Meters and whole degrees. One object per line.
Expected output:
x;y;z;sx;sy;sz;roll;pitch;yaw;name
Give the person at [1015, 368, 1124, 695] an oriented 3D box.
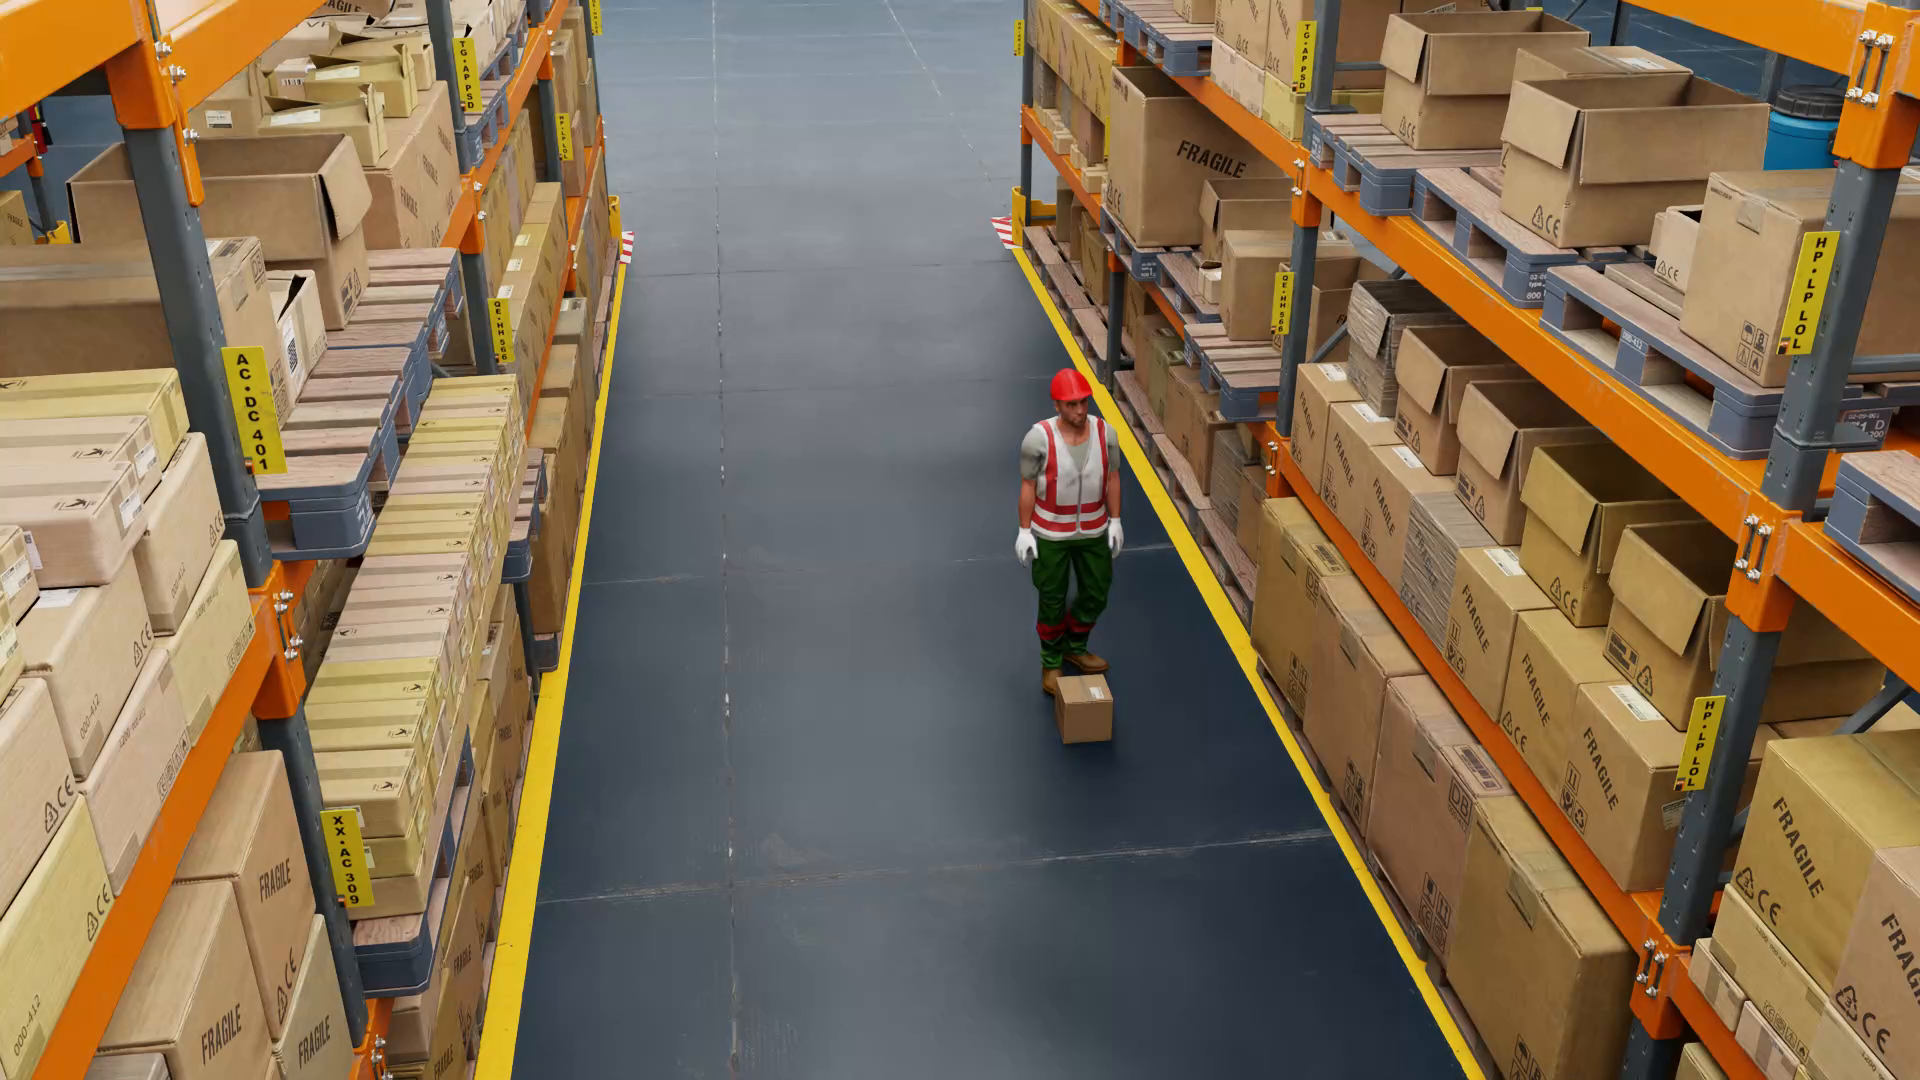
0.566;-0.052;8.660;0.573;1.791;0.386;-7;28;-13;person
